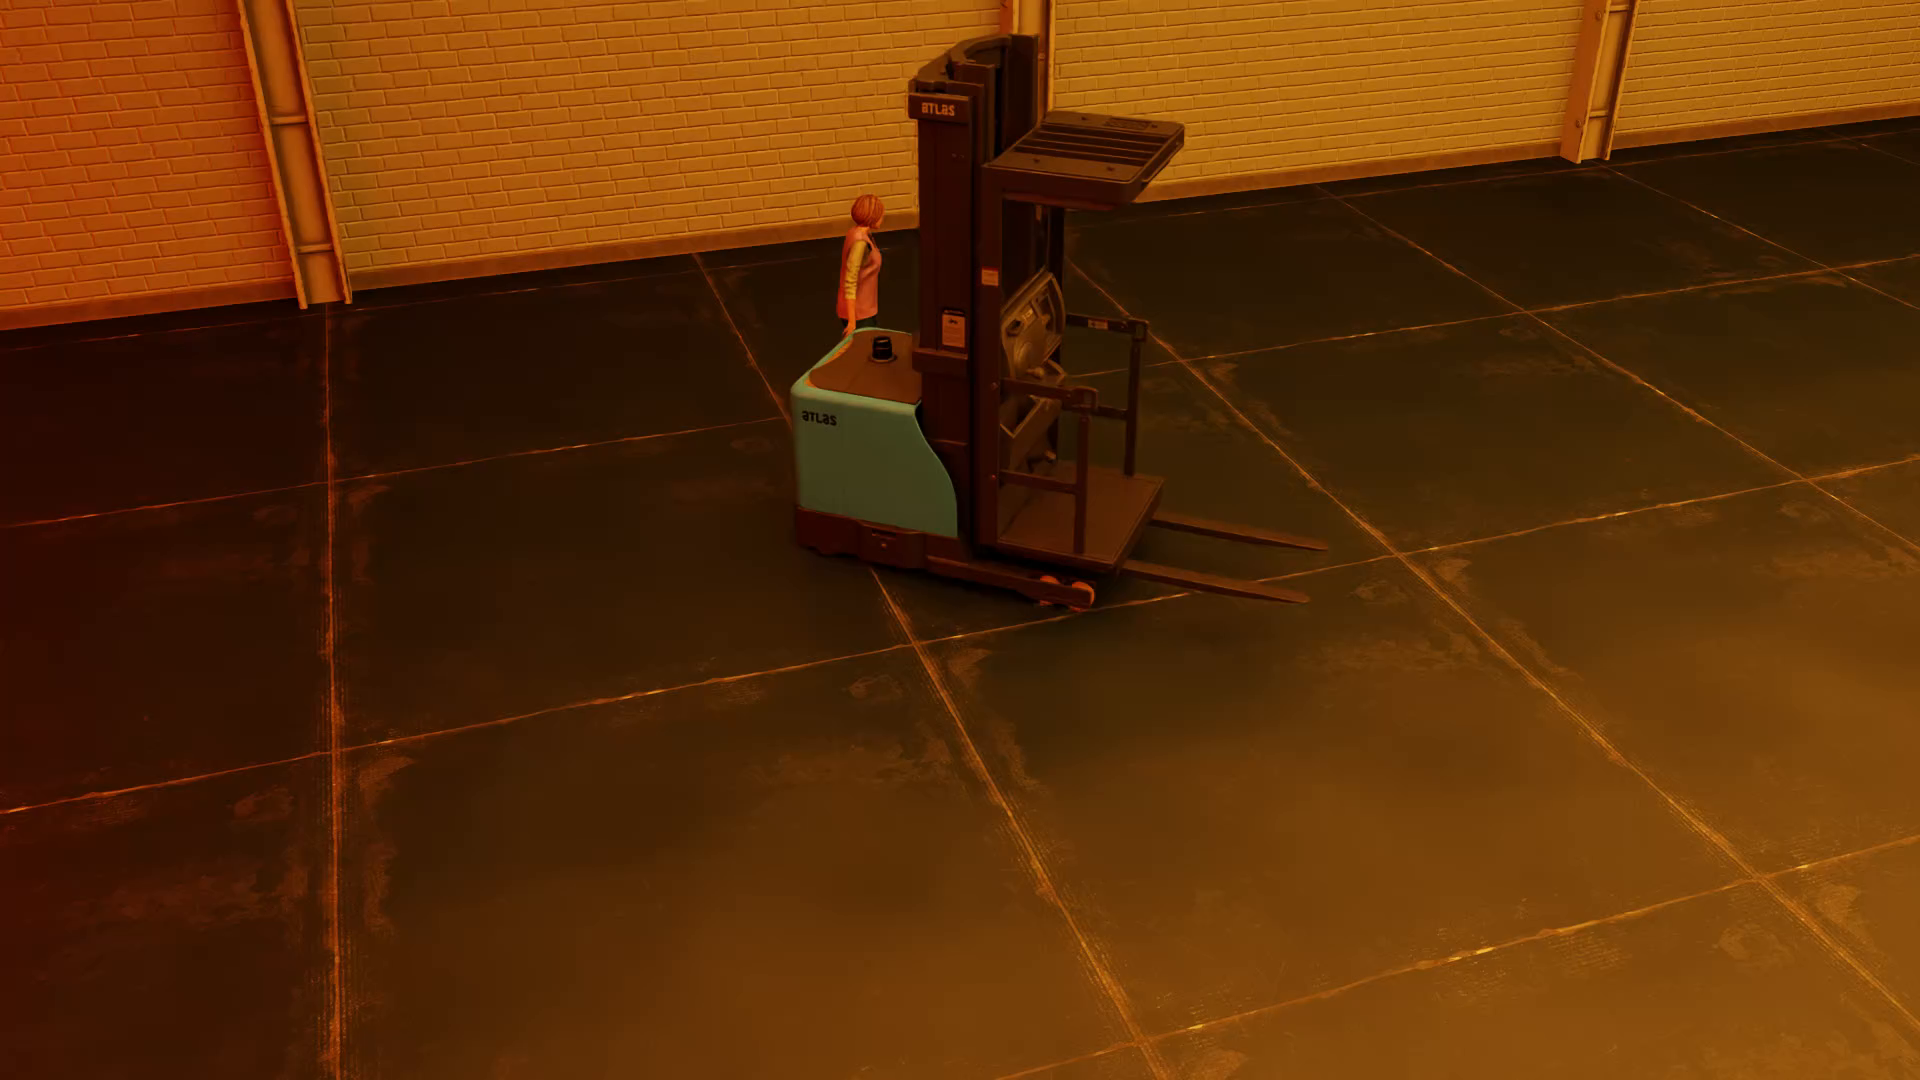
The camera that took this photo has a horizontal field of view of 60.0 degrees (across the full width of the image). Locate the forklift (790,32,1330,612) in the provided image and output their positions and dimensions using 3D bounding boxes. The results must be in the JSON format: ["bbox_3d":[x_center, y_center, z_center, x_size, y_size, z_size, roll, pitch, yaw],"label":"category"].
[{"bbox_3d":[0.589,-1.167,9.115,3.031,2.935,1.130,11,32,18],"label":"forklift"}]

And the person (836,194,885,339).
[{"bbox_3d":[-0.687,-1.544,11.167,0.399,1.568,0.731,-2,30,-4],"label":"person"}]
